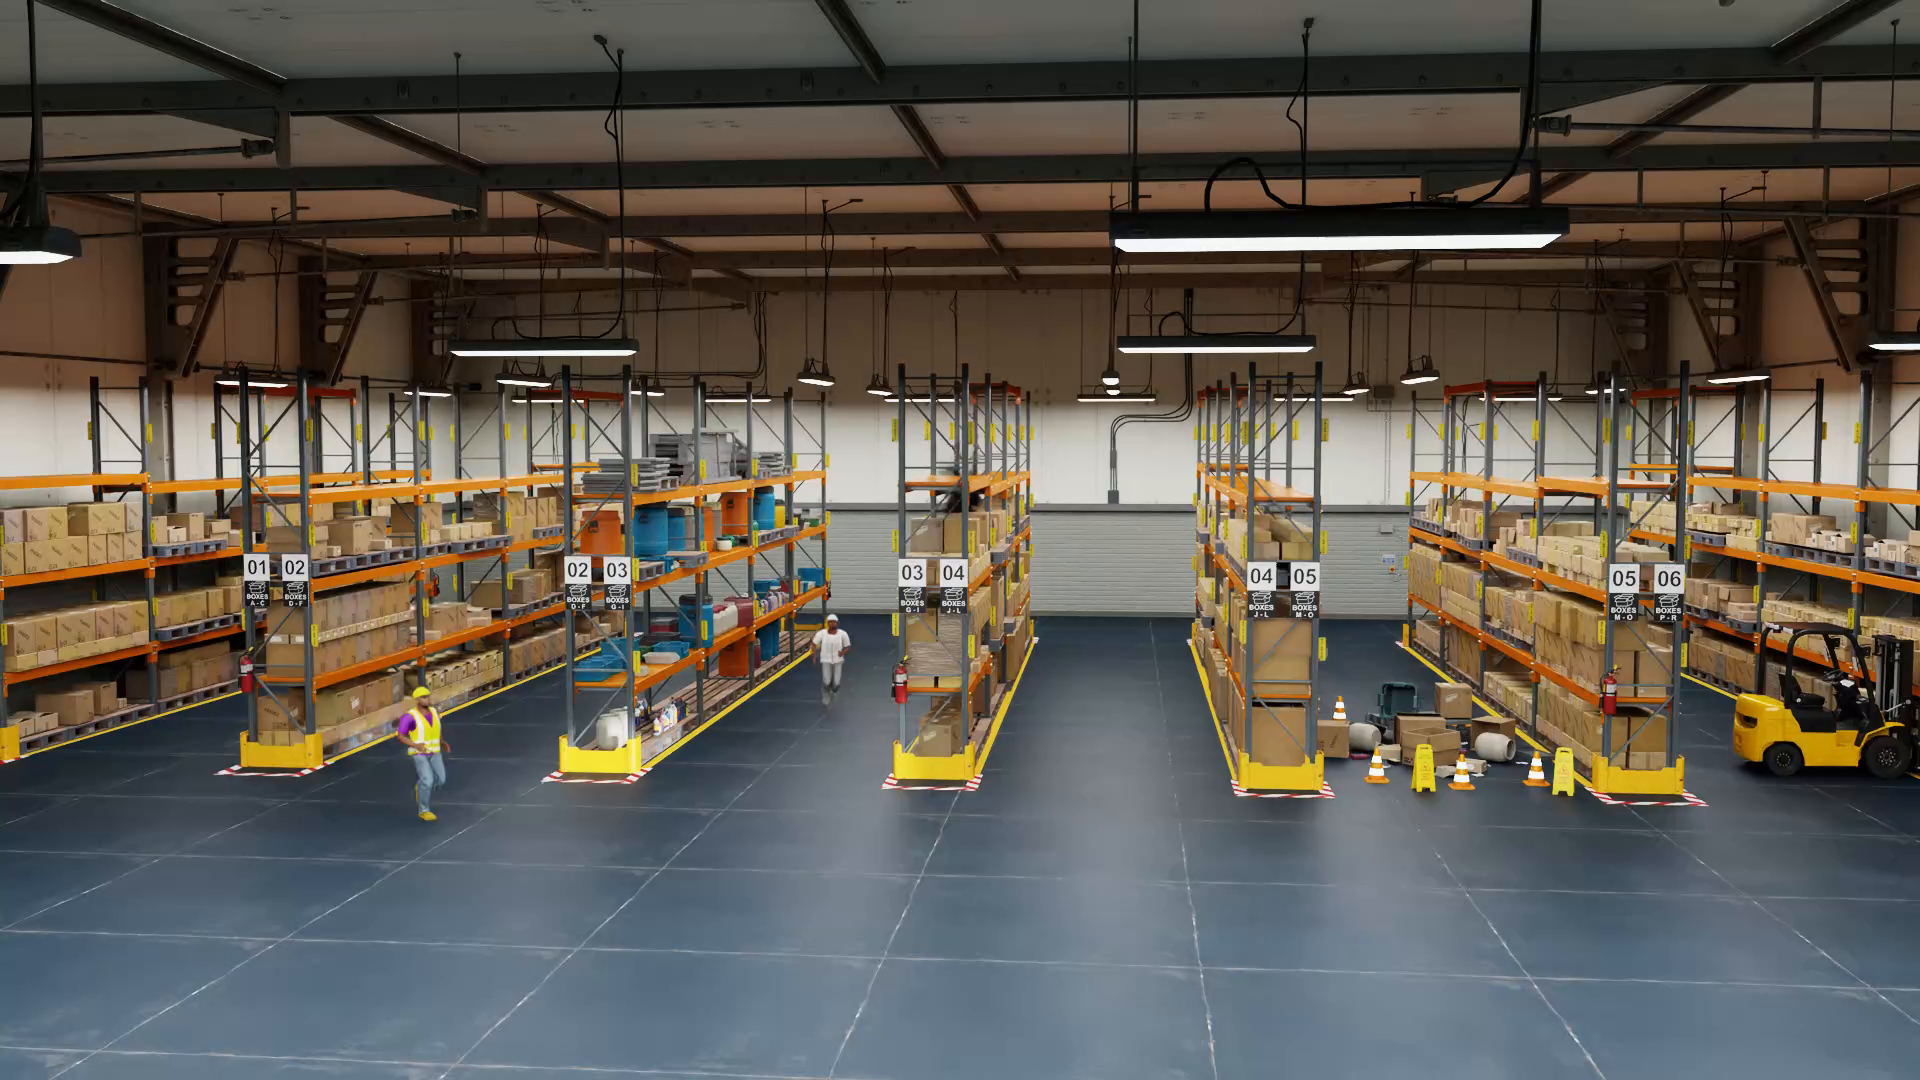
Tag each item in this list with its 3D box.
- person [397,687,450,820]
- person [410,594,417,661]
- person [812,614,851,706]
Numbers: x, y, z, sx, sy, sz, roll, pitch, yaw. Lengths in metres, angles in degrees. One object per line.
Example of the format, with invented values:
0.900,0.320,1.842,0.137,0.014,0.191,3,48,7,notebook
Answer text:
-6.967,2.763,21.599,0.587,1.719,0.703,2,4,34,person
-10.964,1.956,33.716,0.663,1.757,0.782,0,4,0,person
-2.287,2.155,29.669,0.690,1.656,0.597,-1,4,-9,person
